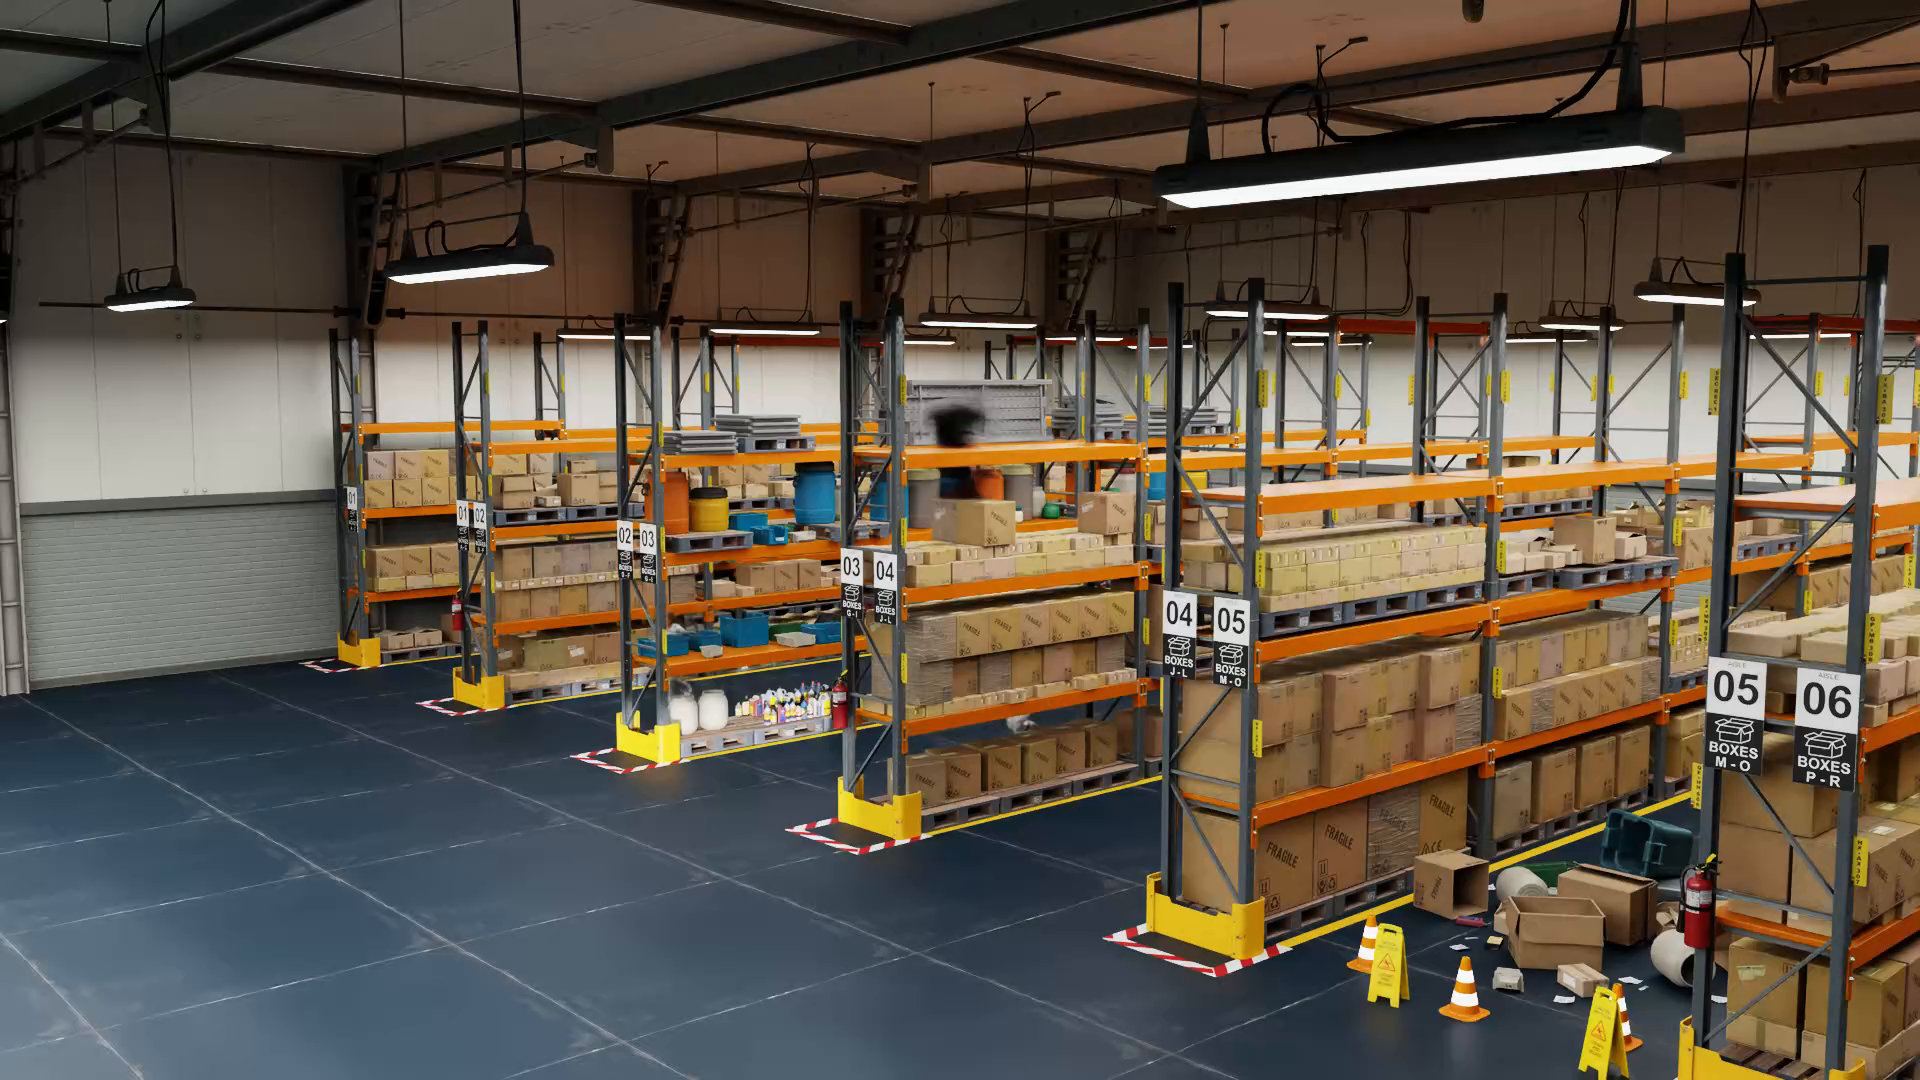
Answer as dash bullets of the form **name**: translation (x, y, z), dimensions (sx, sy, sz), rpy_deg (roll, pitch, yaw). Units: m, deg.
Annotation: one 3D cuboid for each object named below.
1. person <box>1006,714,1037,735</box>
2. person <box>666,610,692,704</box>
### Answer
- **person**: translation (0.889, 2.093, 22.513), dimensions (0.674, 1.735, 0.676), rpy_deg (4, 7, 37)
- **person**: translation (-4.391, 1.853, 25.600), dimensions (0.504, 1.589, 0.871), rpy_deg (3, 7, 30)
